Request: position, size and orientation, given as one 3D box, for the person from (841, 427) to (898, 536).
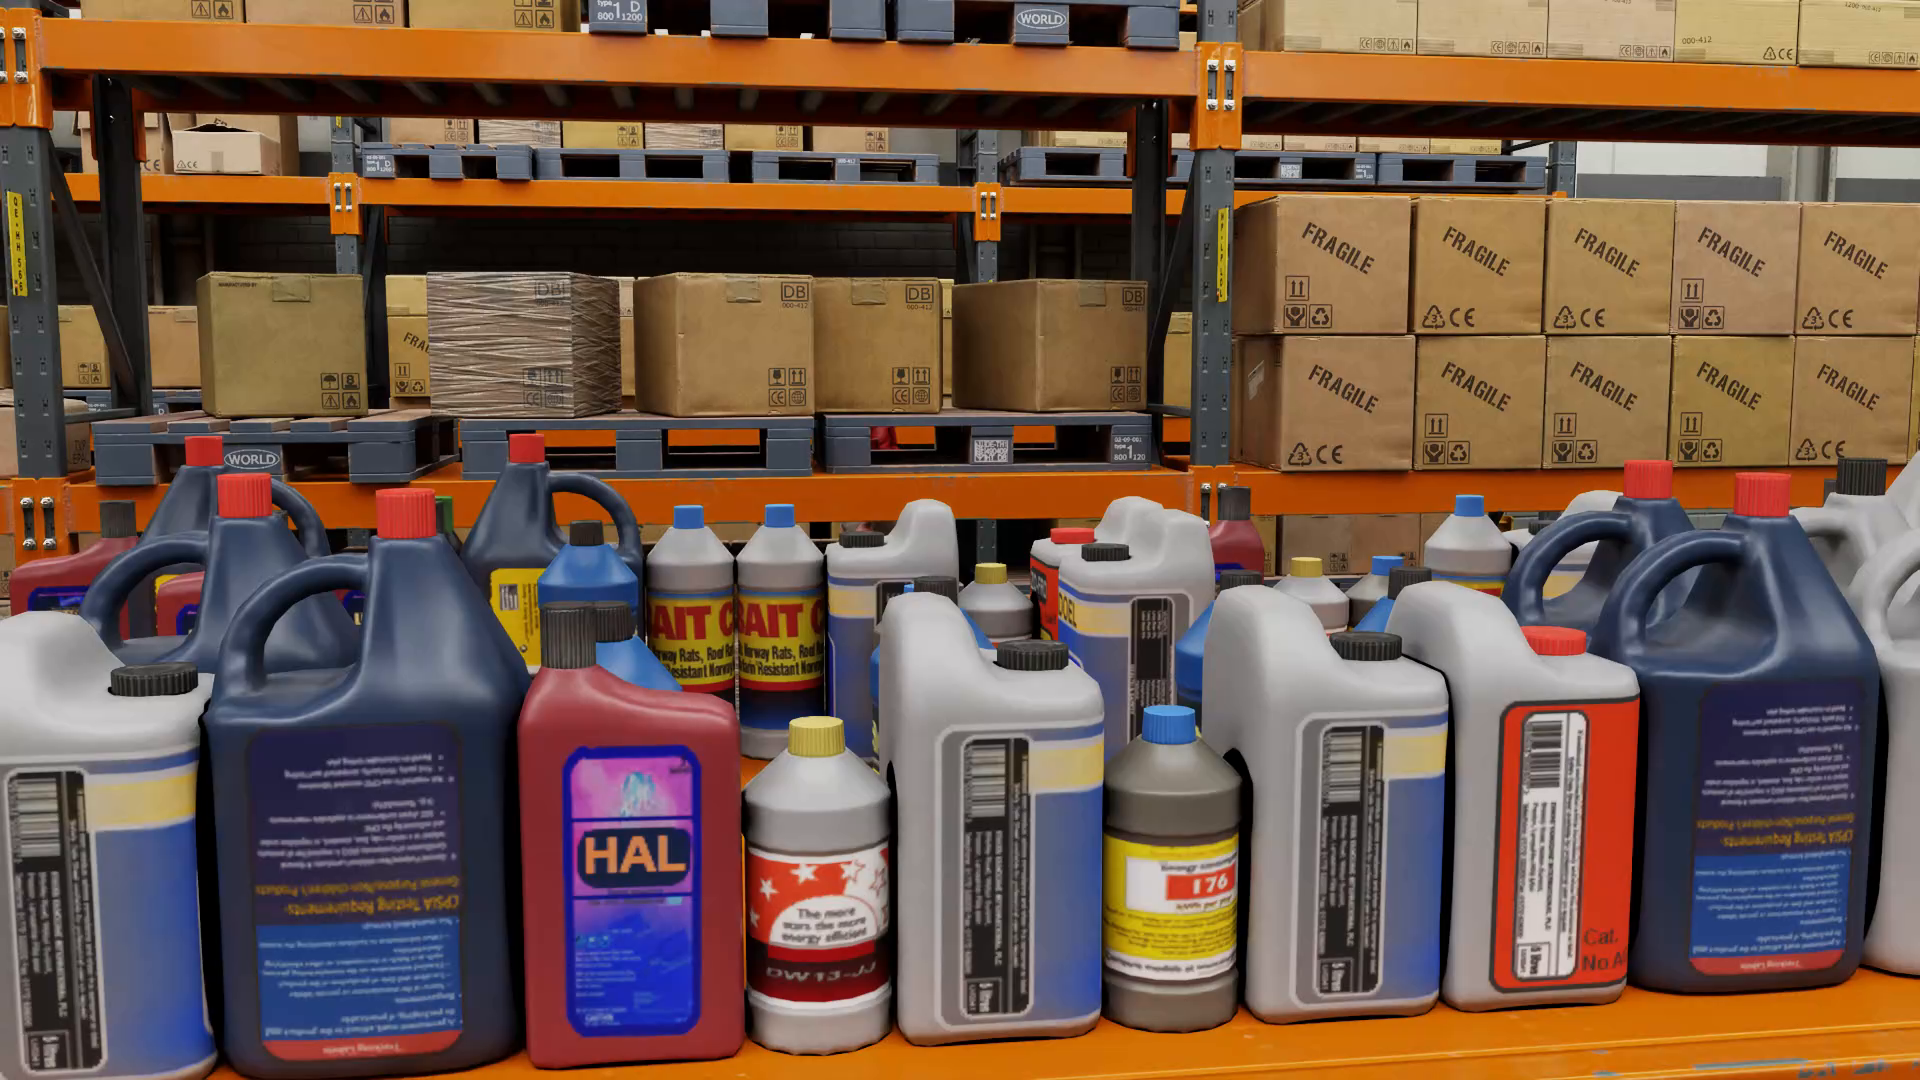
[{"bbox_3d":[-0.490,-0.087,8.547,0.389,1.726,0.587,-1,7,-9],"label":"person"}]
